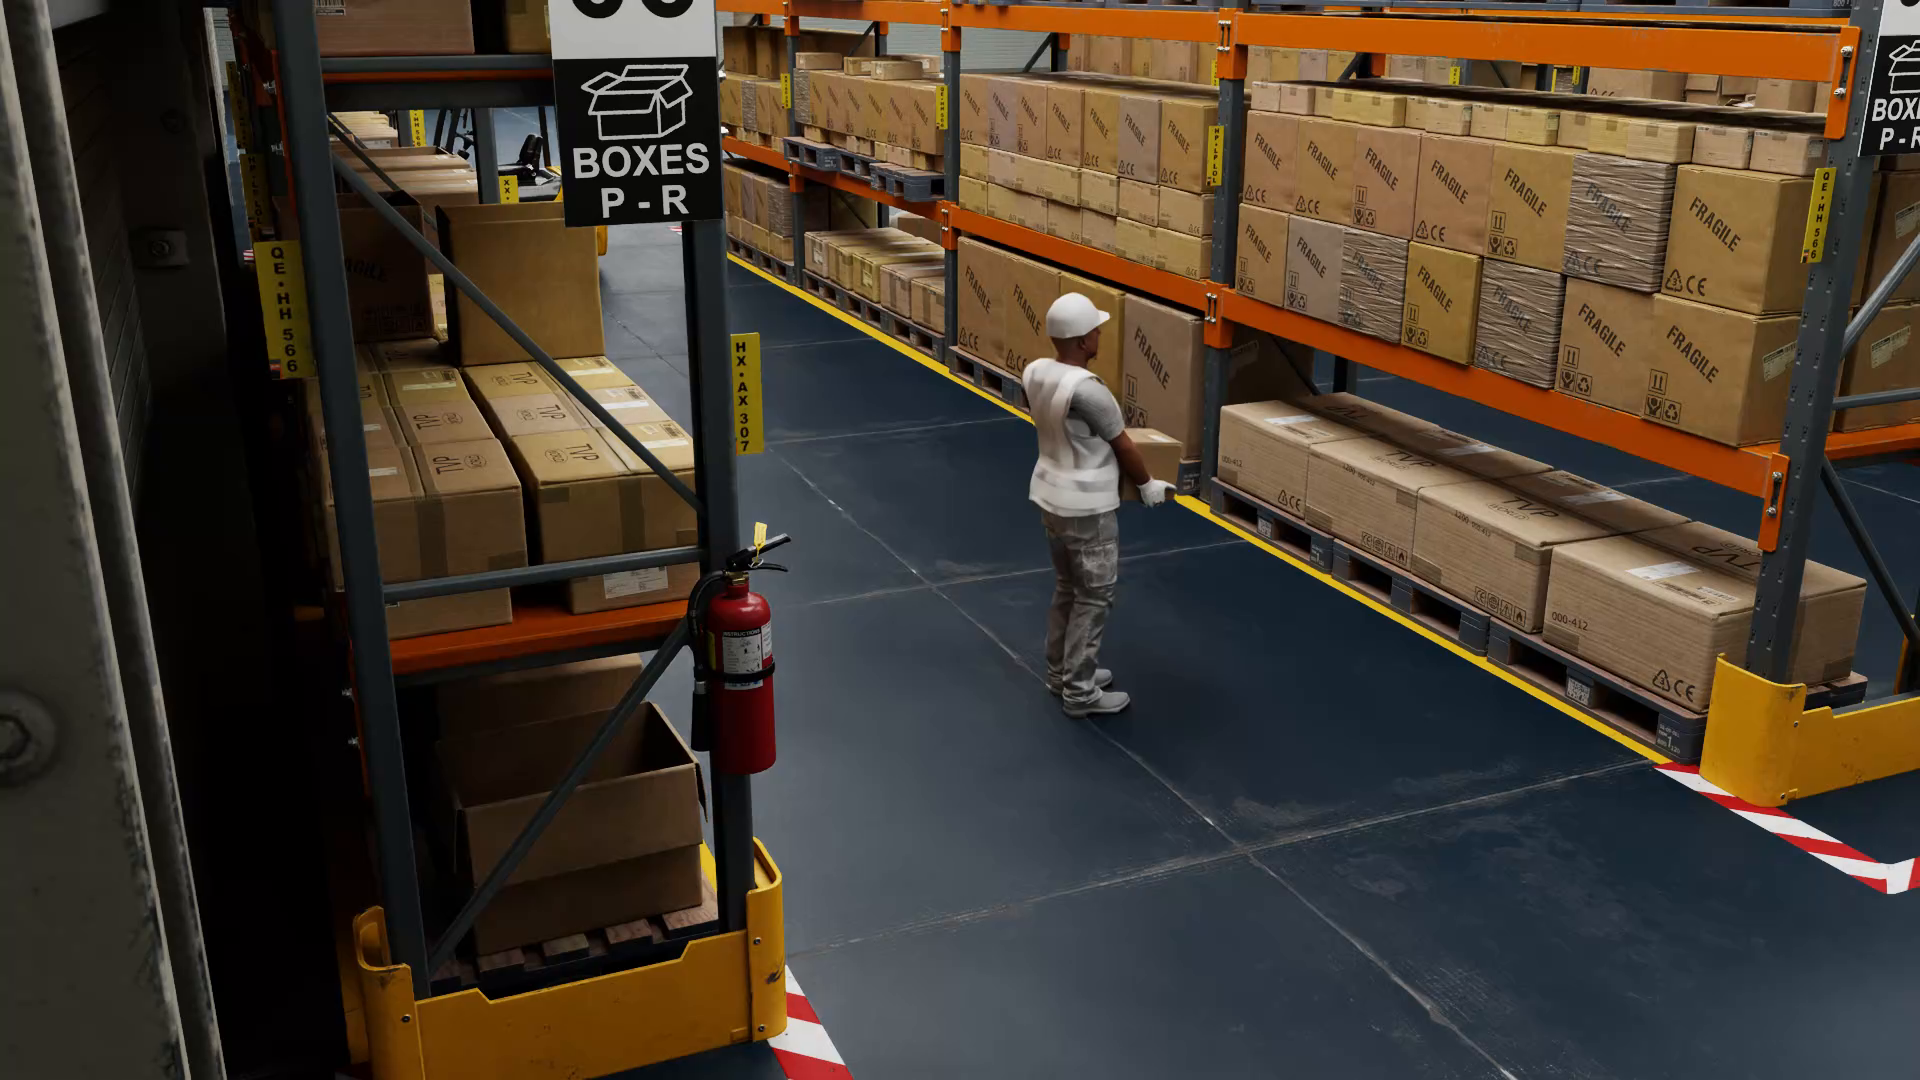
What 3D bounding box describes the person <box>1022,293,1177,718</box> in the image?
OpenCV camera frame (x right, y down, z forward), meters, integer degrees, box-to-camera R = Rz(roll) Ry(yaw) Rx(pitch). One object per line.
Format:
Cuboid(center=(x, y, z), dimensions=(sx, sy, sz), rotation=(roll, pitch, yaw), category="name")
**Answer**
Cuboid(center=(0.586, -0.162, 7.012), dimensions=(0.573, 1.781, 0.489), rotation=(-8, 20, -21), category="person")
